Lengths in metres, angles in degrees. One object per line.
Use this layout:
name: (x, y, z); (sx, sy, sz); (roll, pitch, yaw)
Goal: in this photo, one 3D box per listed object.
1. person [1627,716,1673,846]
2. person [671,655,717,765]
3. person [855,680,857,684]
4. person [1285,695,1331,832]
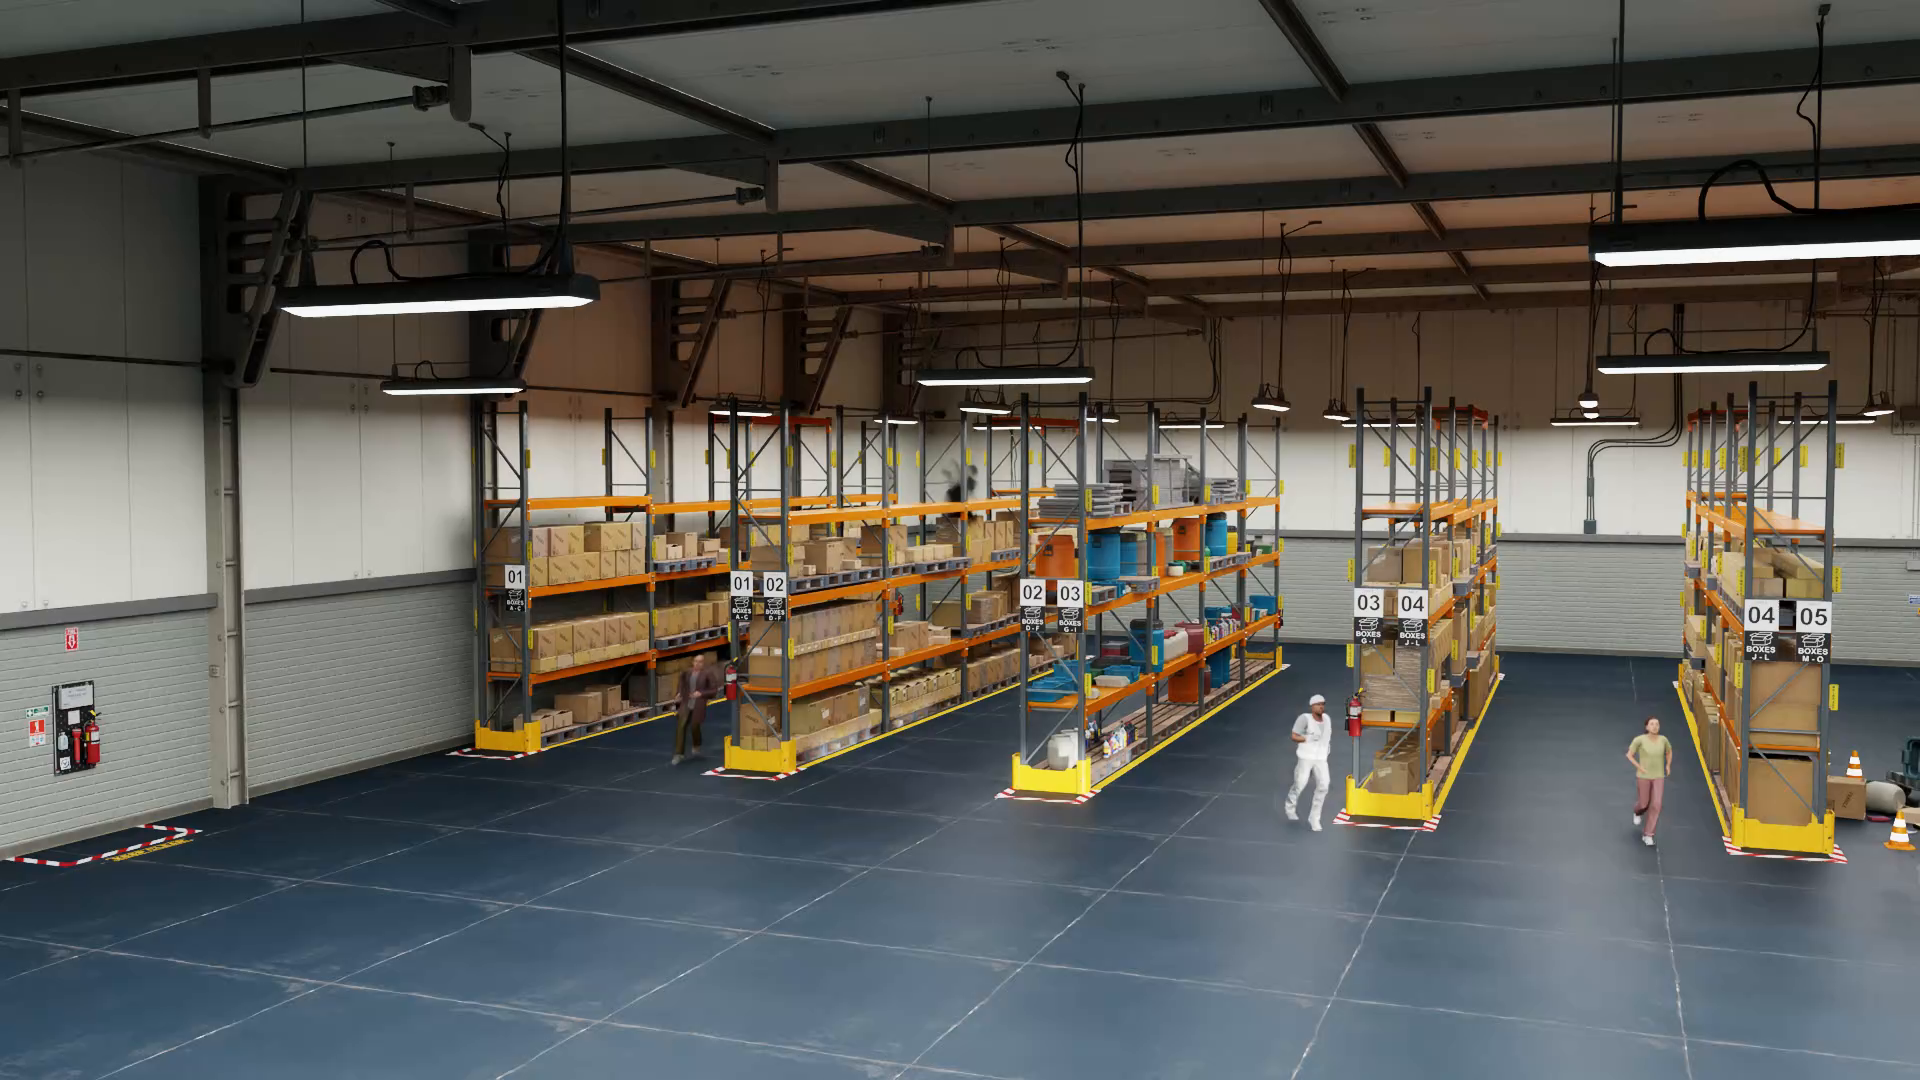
person: (9.083, 3.125, 21.859); (0.599, 1.645, 0.829); (0, 3, 7)
person: (-4.376, 2.778, 27.572); (0.749, 1.769, 1.032); (0, 3, 10)
person: (-2.343, 2.251, 34.225); (0.612, 1.740, 0.683); (1, 3, 27)
person: (4.800, 3.016, 22.654); (0.678, 1.839, 0.763); (-1, 3, -15)
